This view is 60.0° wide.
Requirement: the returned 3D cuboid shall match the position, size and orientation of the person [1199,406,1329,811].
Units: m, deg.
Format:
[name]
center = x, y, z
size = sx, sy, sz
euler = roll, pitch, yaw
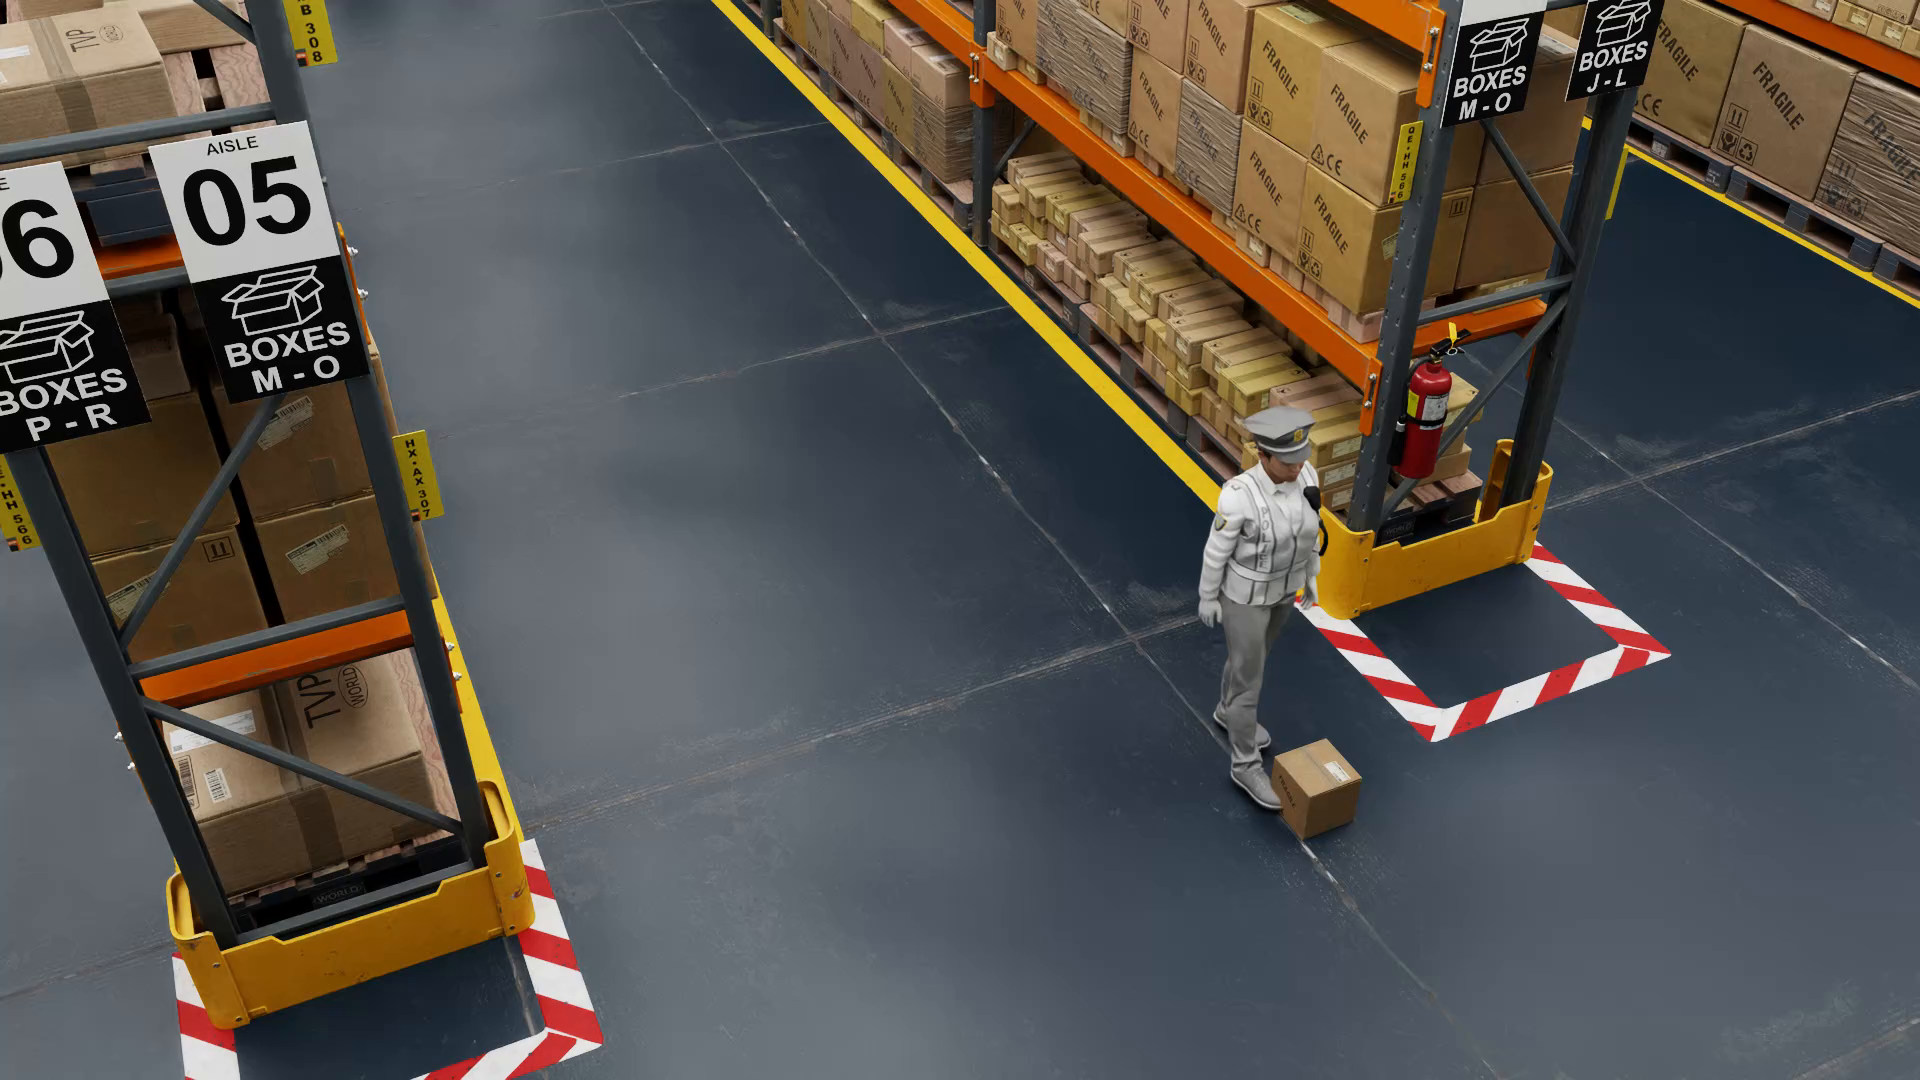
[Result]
[person]
center = 1.276, 0.246, 6.509
size = 0.498, 1.669, 0.594
euler = -24, 44, -28
